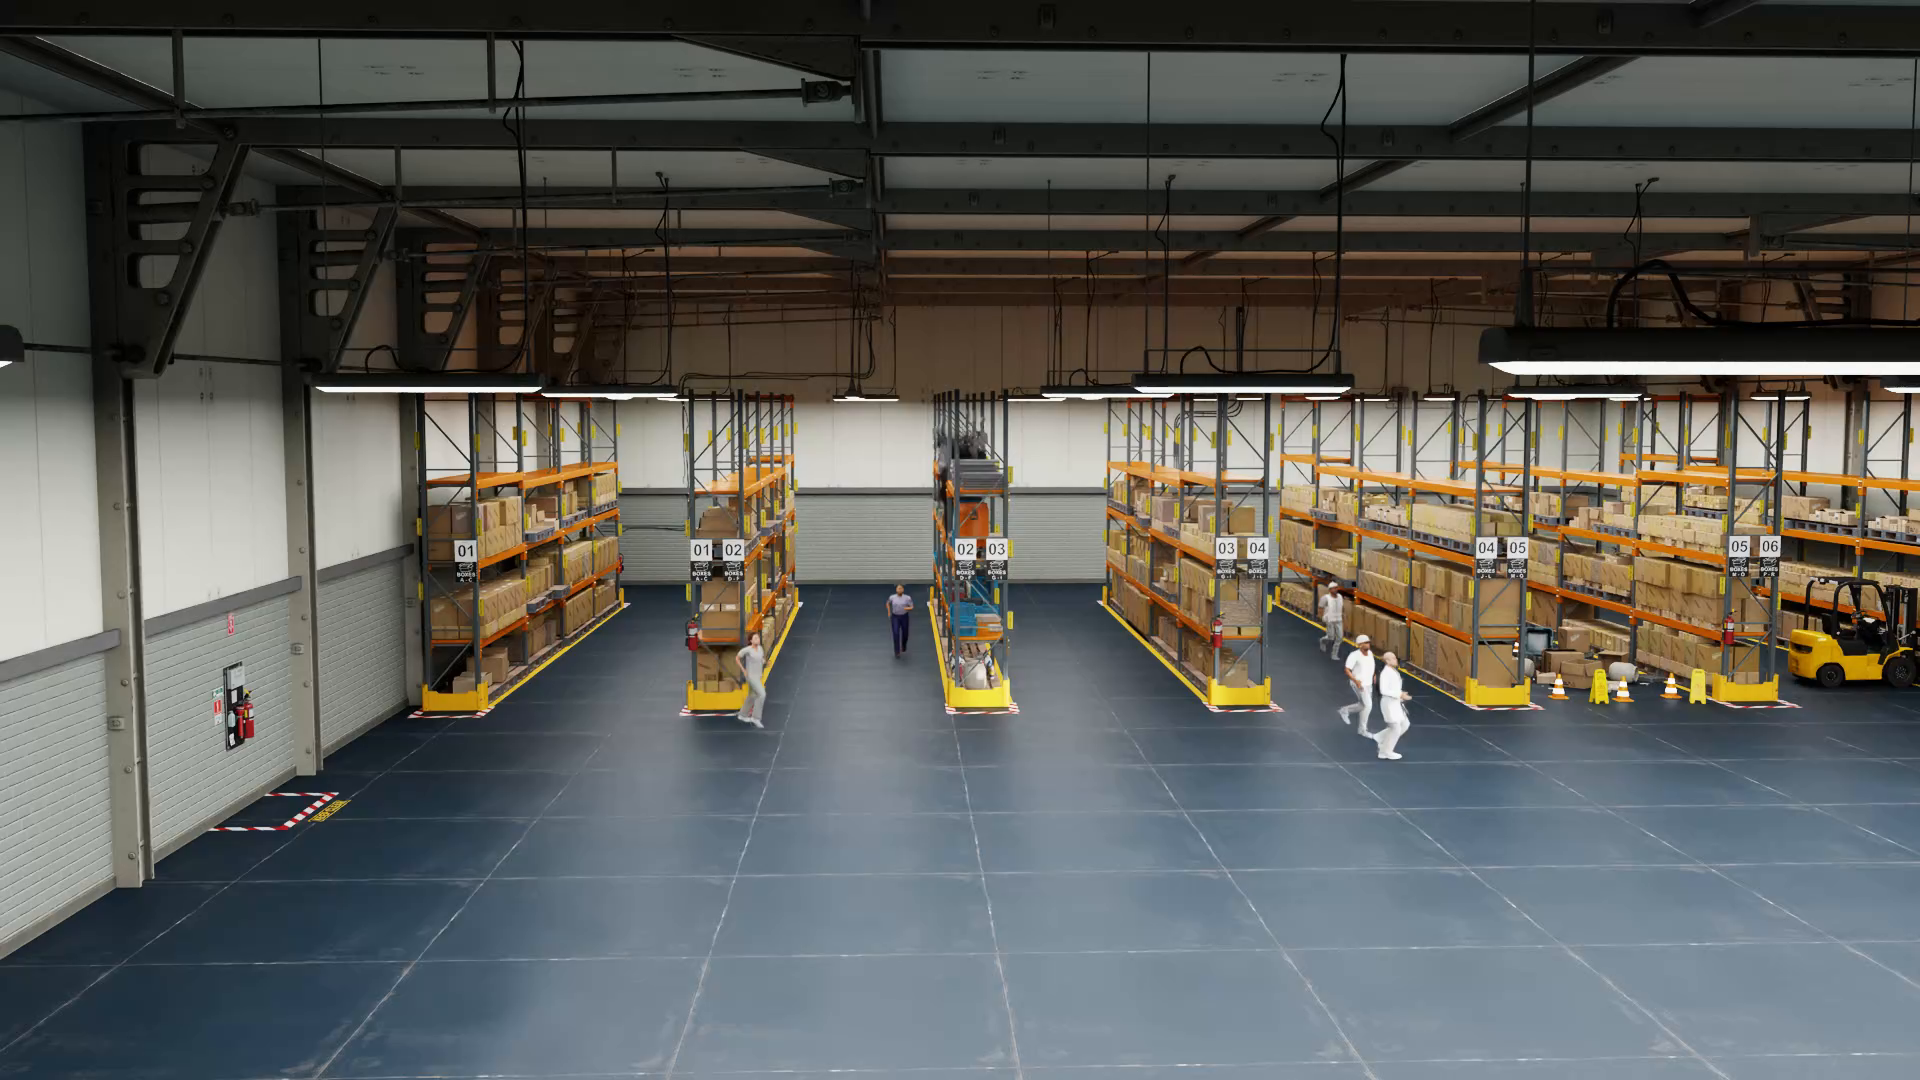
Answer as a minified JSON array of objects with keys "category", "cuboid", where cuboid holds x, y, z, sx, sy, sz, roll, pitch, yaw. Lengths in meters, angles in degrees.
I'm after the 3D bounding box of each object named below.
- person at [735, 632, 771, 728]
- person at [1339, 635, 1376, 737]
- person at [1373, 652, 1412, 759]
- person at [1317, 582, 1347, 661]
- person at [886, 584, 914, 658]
[{"category":"person","cuboid":[-3.687,2.483,29.633,0.710,1.714,0.557,3,5,30]},{"category":"person","cuboid":[6.902,2.504,28.892,0.698,1.760,0.729,-5,6,-44]},{"category":"person","cuboid":[6.985,2.666,26.808,0.653,1.729,0.703,2,5,27]},{"category":"person","cuboid":[8.371,1.812,37.369,0.683,1.743,0.688,-1,5,-16]},{"category":"person","cuboid":[-1.359,1.812,37.738,0.610,1.630,0.921,0,5,-5]}]
